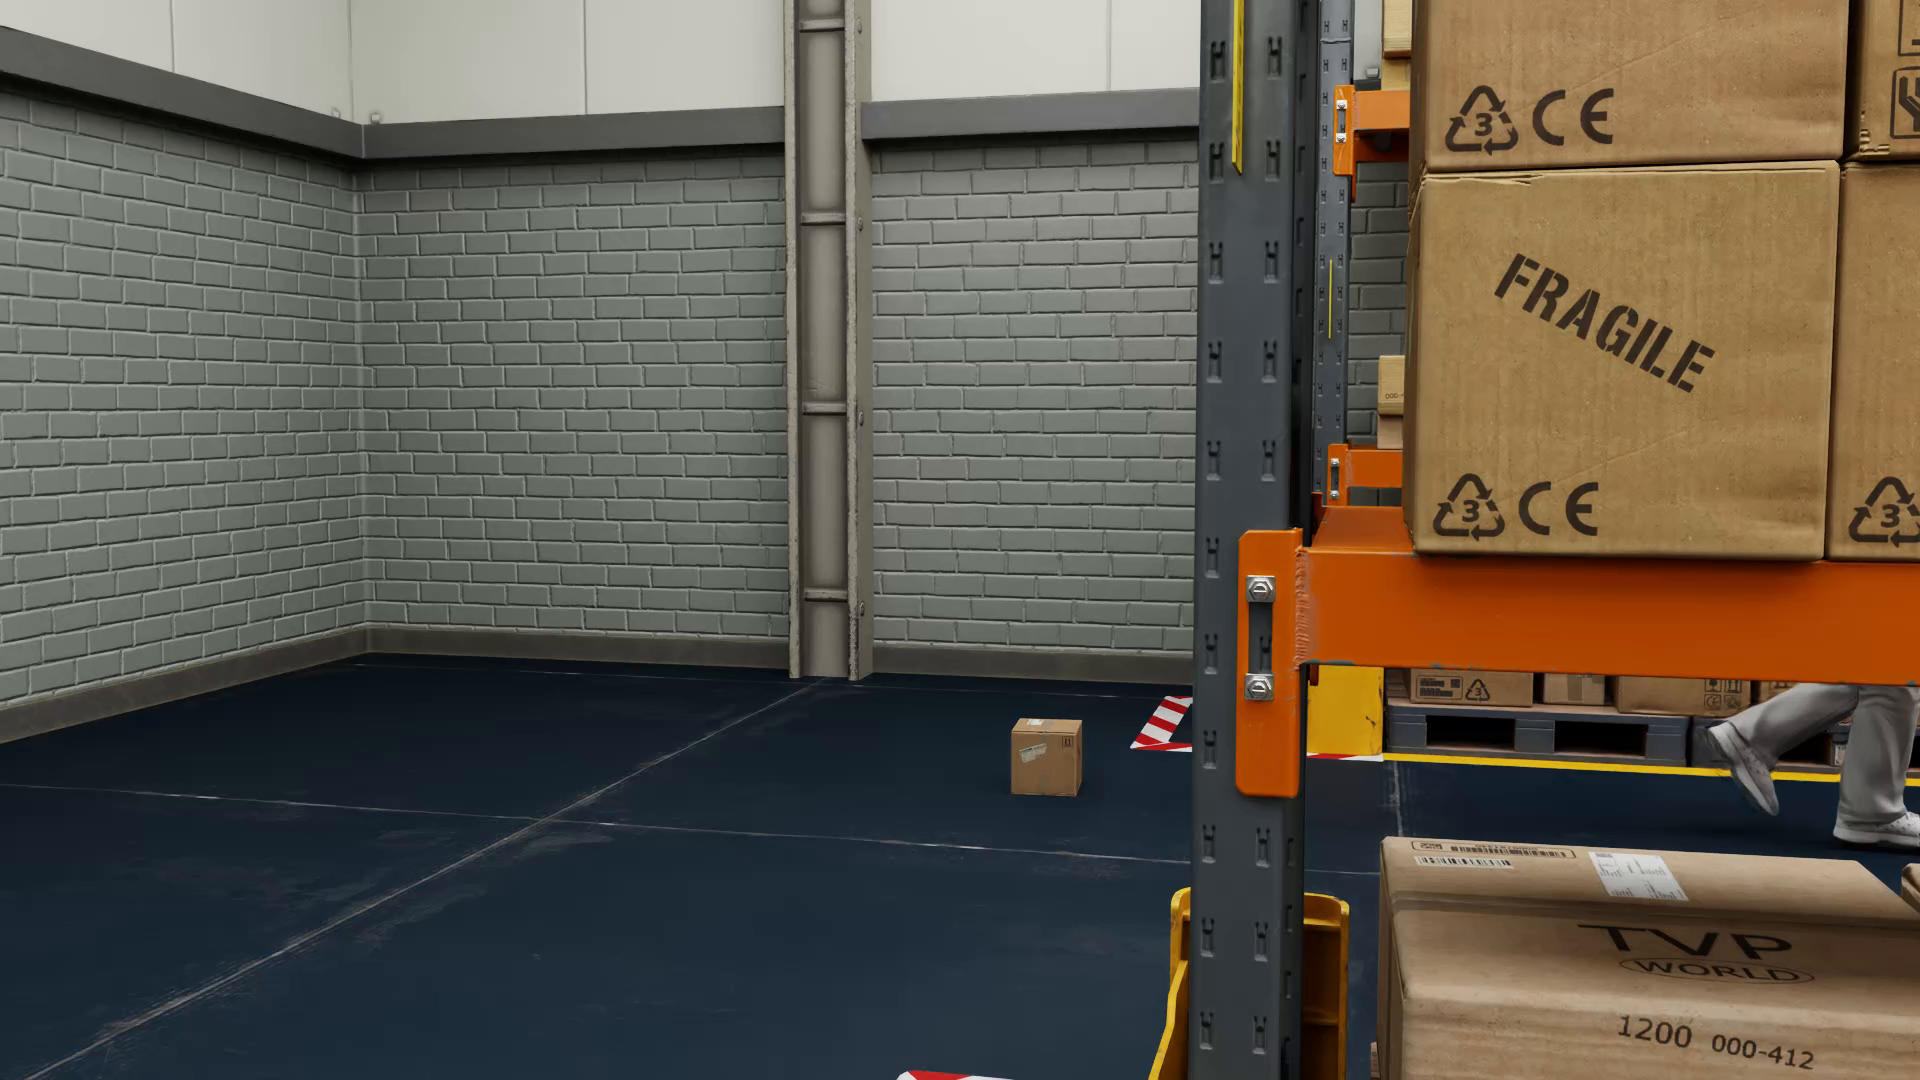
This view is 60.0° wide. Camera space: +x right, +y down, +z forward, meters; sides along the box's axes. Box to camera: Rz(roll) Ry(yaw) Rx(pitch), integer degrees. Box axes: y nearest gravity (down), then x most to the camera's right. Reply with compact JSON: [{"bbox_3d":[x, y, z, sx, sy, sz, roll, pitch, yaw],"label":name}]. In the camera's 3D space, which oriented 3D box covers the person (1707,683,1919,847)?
[{"bbox_3d":[2.968,0.132,5.619,0.756,1.759,0.590,1,5,11],"label":"person"}]
